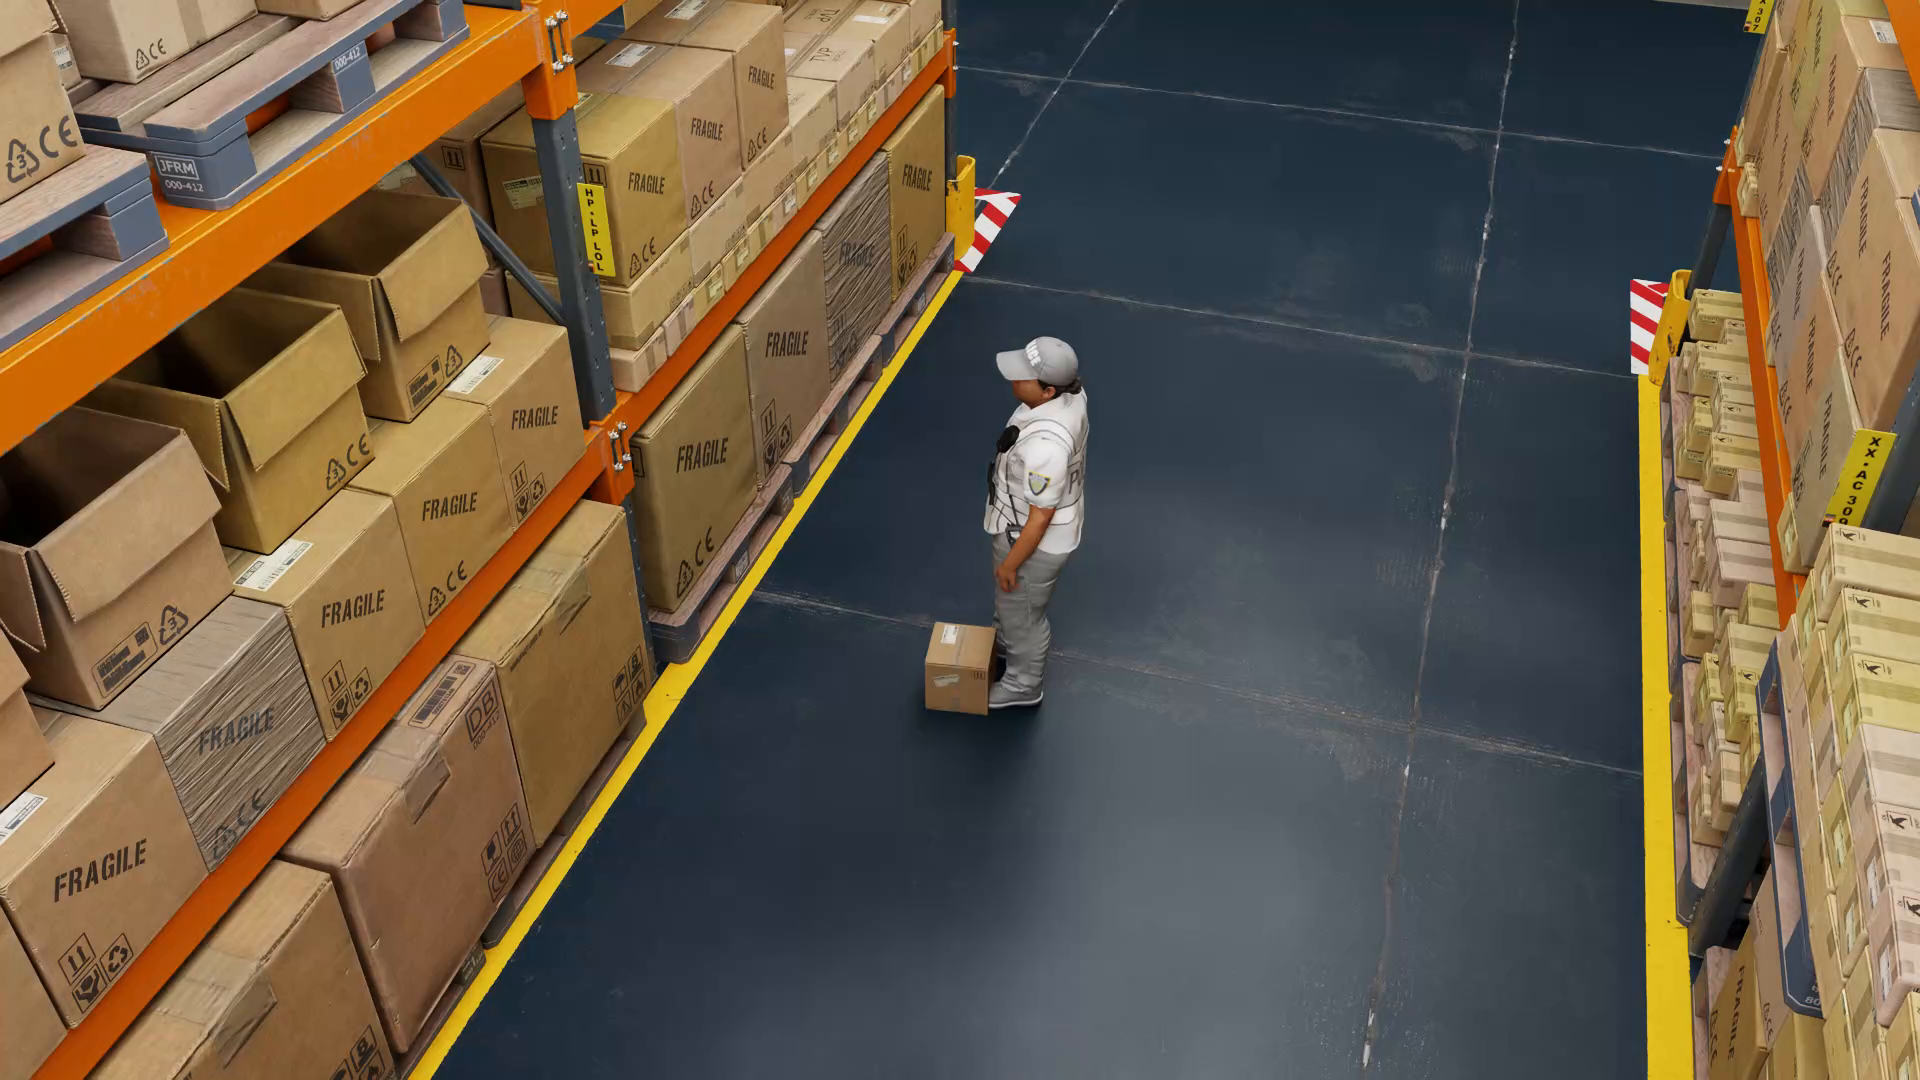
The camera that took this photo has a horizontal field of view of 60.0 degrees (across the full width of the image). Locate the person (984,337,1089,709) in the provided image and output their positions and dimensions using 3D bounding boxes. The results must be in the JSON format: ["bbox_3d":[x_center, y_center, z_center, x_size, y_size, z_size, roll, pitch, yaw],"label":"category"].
[{"bbox_3d":[0.196,-0.062,6.212,0.526,1.670,0.598,7,38,9],"label":"person"}]
